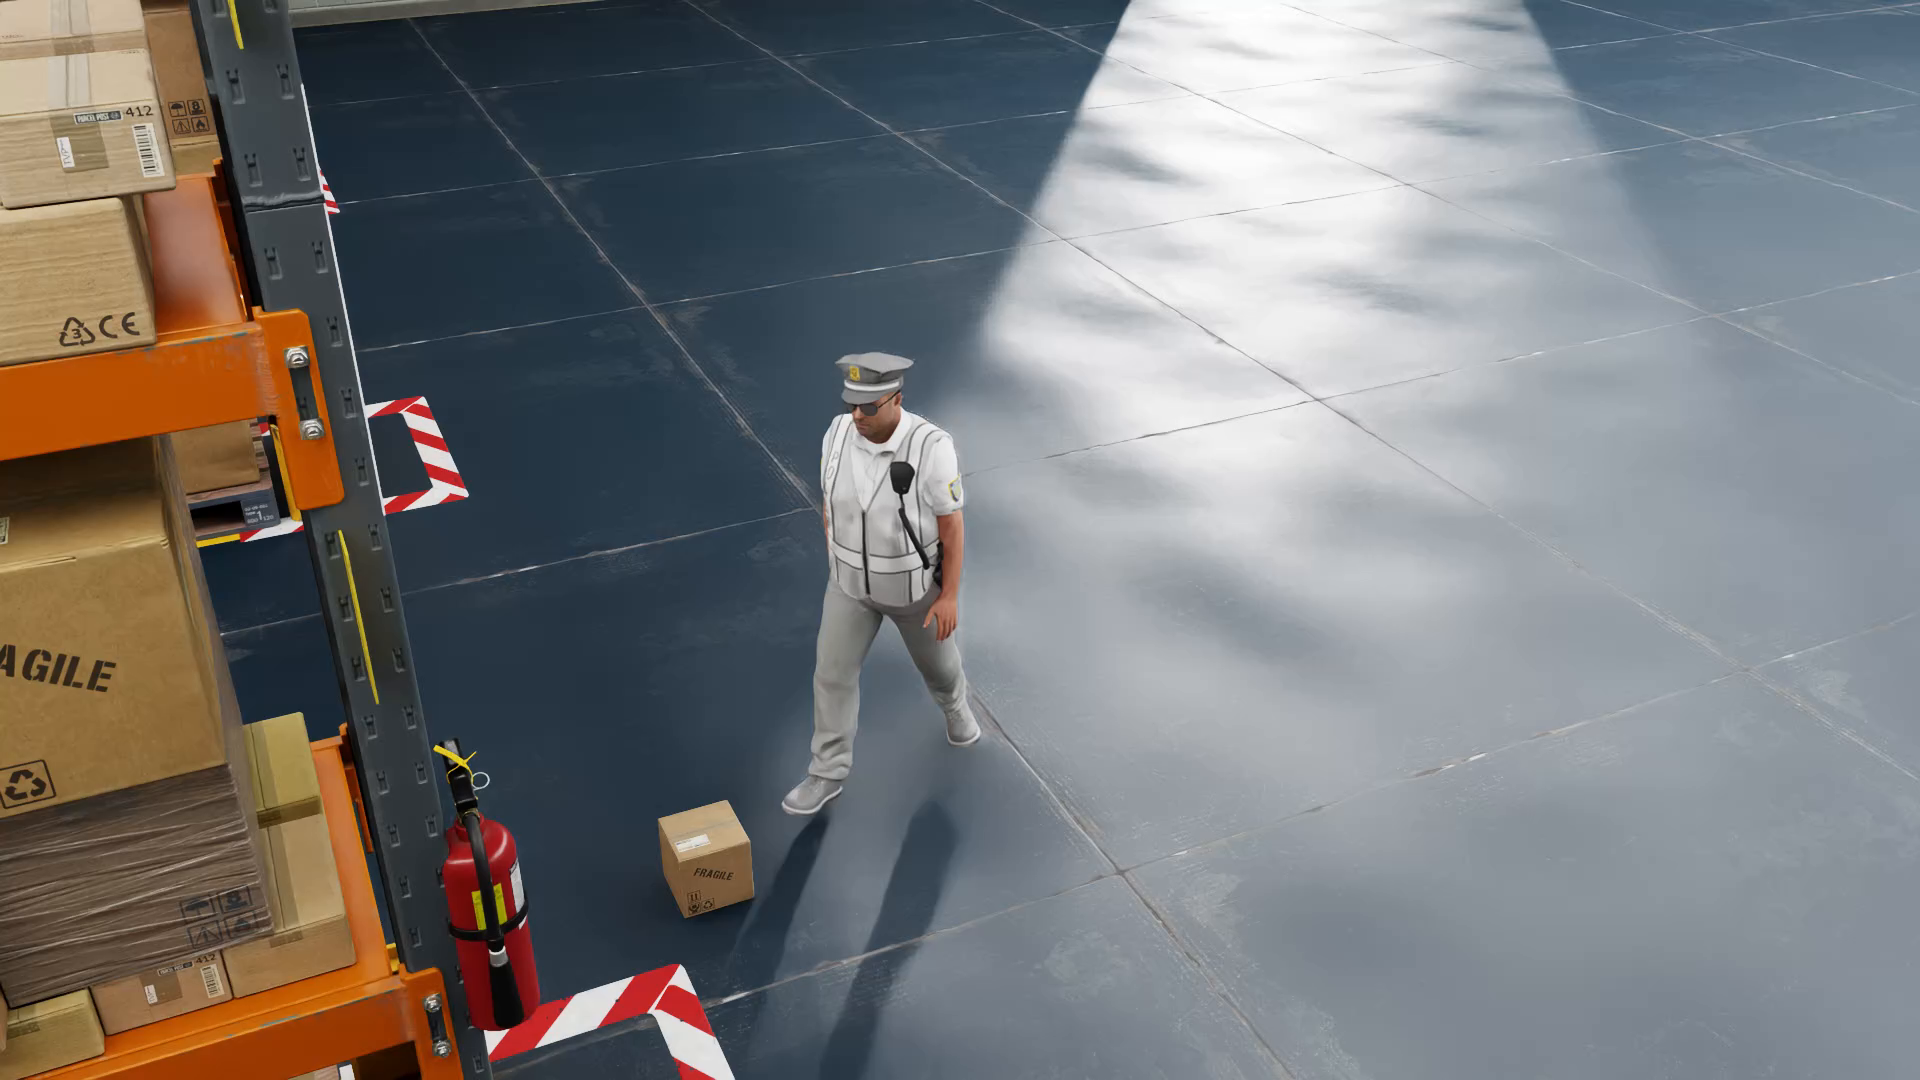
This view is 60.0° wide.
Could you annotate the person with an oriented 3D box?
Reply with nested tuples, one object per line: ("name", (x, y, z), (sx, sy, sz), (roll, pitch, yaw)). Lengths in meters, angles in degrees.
("person", (-0.251, 0.132, 5.884), (0.560, 1.723, 0.926), (10, 31, 17))
